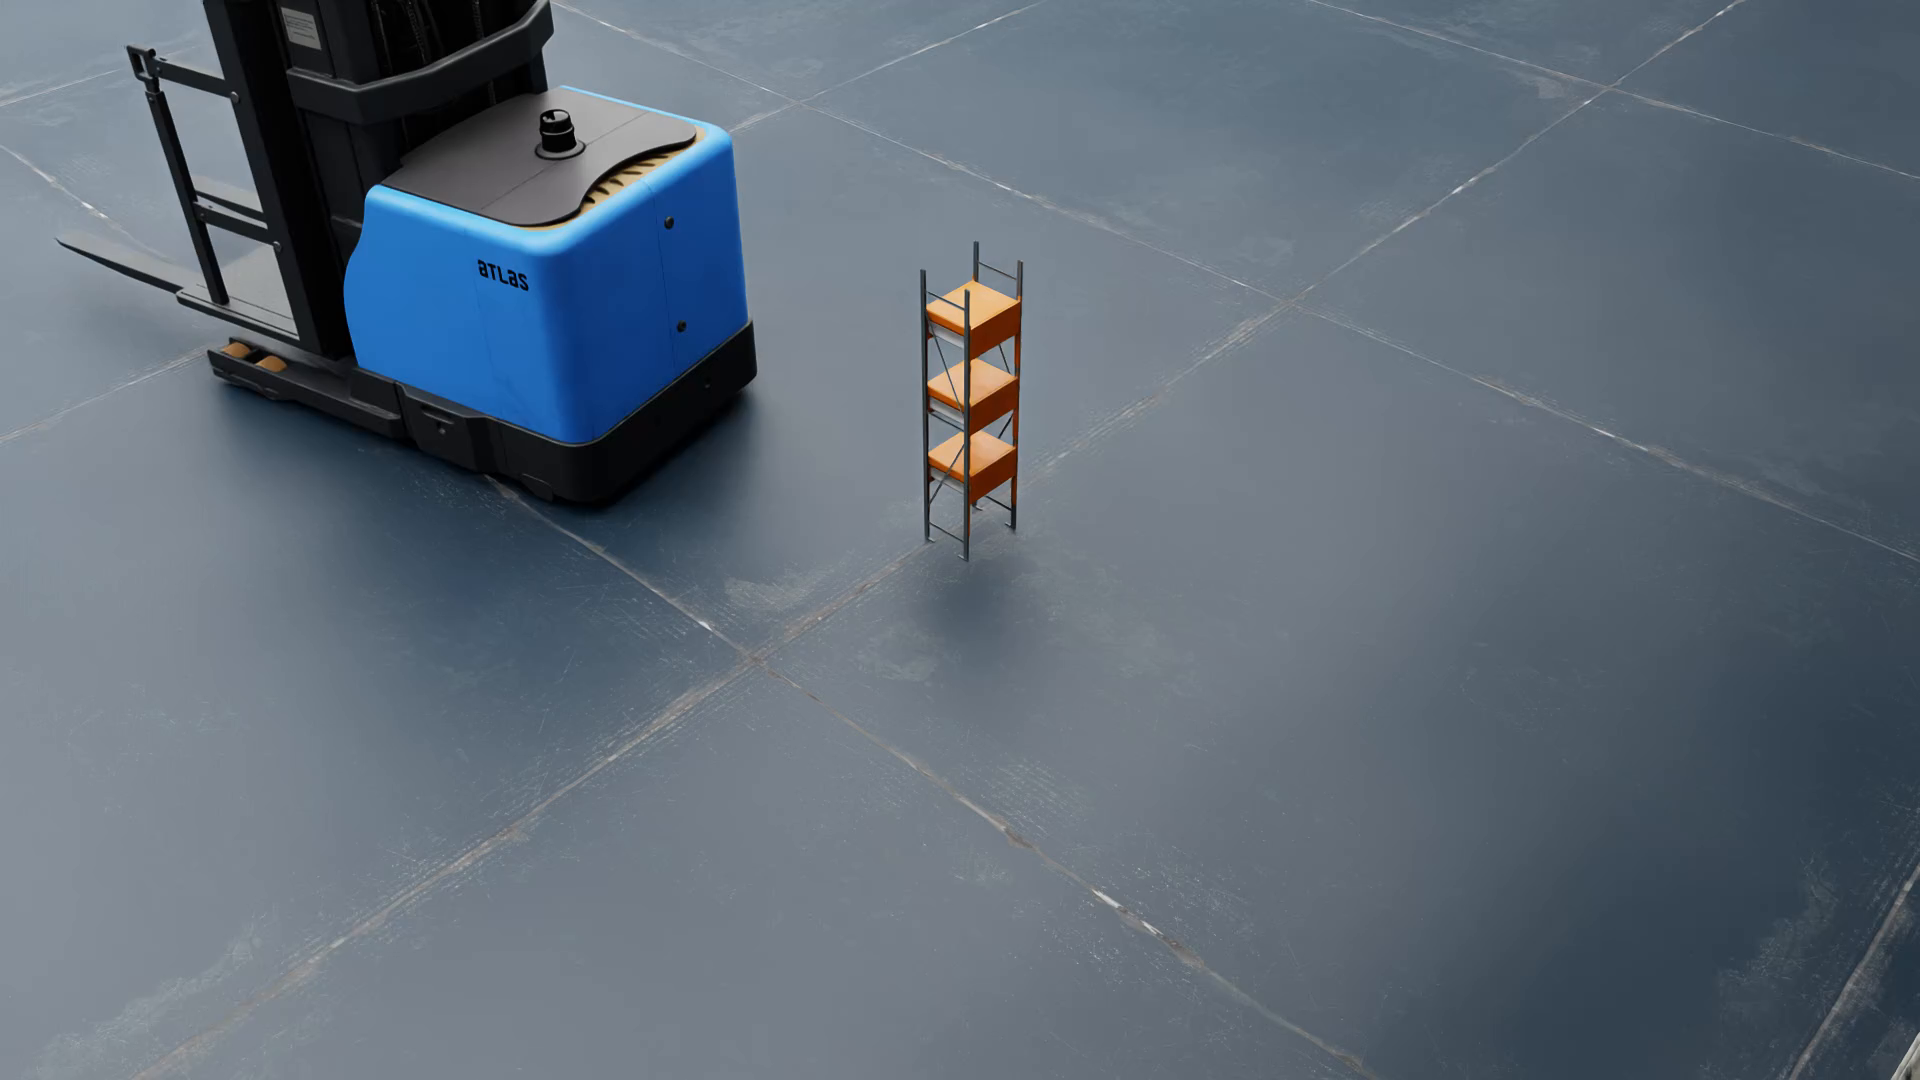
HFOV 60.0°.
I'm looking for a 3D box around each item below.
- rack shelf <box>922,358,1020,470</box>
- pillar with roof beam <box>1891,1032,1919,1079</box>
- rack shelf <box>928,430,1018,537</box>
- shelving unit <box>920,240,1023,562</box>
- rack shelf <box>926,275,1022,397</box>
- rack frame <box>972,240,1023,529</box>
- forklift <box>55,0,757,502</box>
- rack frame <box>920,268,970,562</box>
[{"bbox_3d":[0.036,-0.427,5.450,0.215,0.259,0.240,30,47,32],"label":"rack shelf"},{"bbox_3d":[-1.372,-3.556,2.982,9.100,9.000,0.400,30,47,32],"label":"pillar with roof beam"},{"bbox_3d":[0.036,-0.210,5.623,0.215,0.259,0.240,30,47,32],"label":"rack shelf"},{"bbox_3d":[0.036,-0.436,5.444,0.215,1.050,0.252,30,47,32],"label":"shelving unit"},{"bbox_3d":[0.036,-0.649,5.274,0.215,0.259,0.240,30,47,32],"label":"rack shelf"},{"bbox_3d":[0.118,-0.492,5.514,0.200,1.050,0.008,30,47,32],"label":"rack frame"},{"bbox_3d":[-2.321,-1.951,5.838,3.031,2.935,1.130,20,43,23],"label":"forklift"},{"bbox_3d":[-0.046,-0.379,5.373,0.200,1.050,0.008,30,47,32],"label":"rack frame"}]
